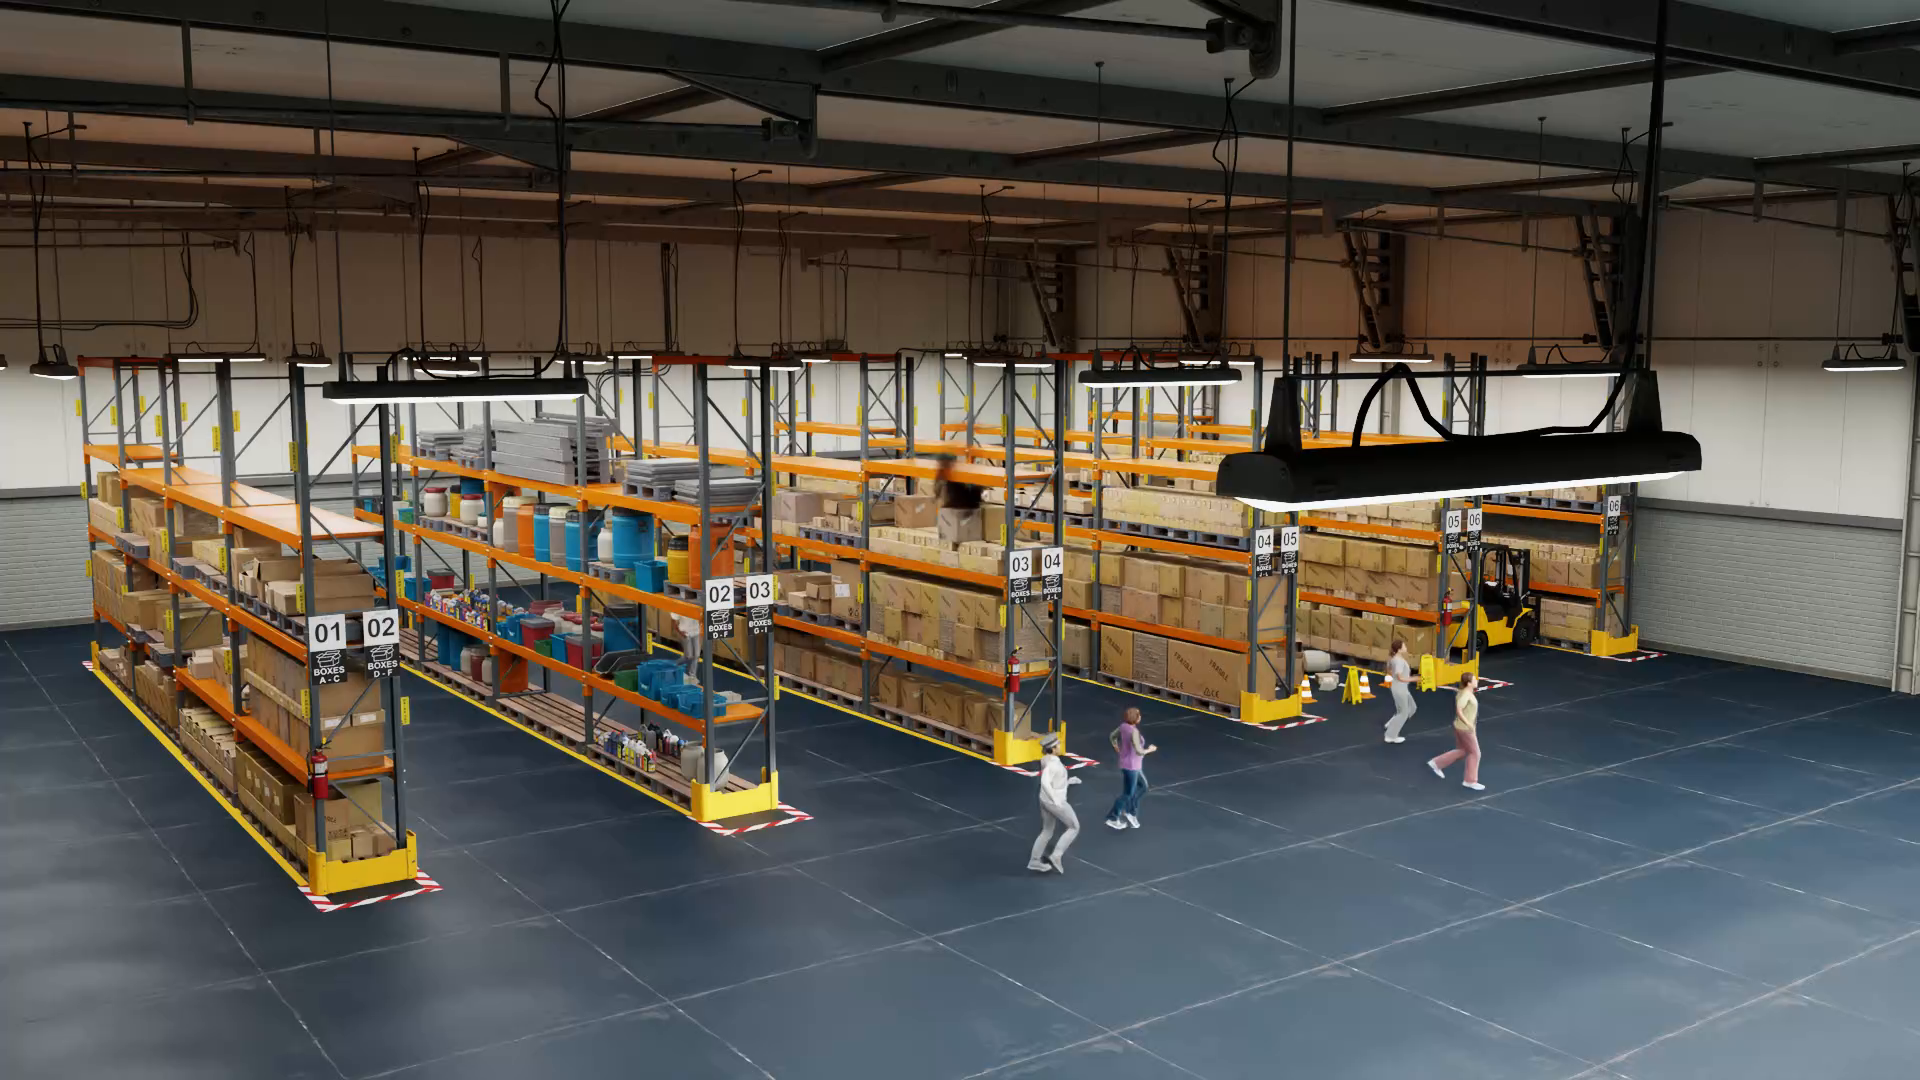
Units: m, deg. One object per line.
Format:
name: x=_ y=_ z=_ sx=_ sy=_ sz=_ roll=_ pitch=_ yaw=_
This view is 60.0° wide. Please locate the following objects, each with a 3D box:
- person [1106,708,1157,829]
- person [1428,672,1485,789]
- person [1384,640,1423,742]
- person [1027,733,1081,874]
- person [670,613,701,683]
person: x=2.203 y=2.950 z=21.402 sx=0.657 sy=1.626 sz=0.579 roll=-1 pitch=7 yaw=-9
person: x=7.025 y=2.674 z=23.465 sx=0.784 sy=1.675 sz=0.577 roll=1 pitch=7 yaw=8
person: x=6.946 y=2.360 z=26.031 sx=0.547 sy=1.627 sz=0.554 roll=1 pitch=7 yaw=9
person: x=1.137 y=3.112 z=19.684 sx=0.658 sy=1.690 sz=0.582 roll=-2 pitch=7 yaw=-19
person: x=-5.010 y=1.751 z=30.760 sx=0.723 sy=1.743 sz=0.653 roll=-6 pitch=9 yaw=-40
